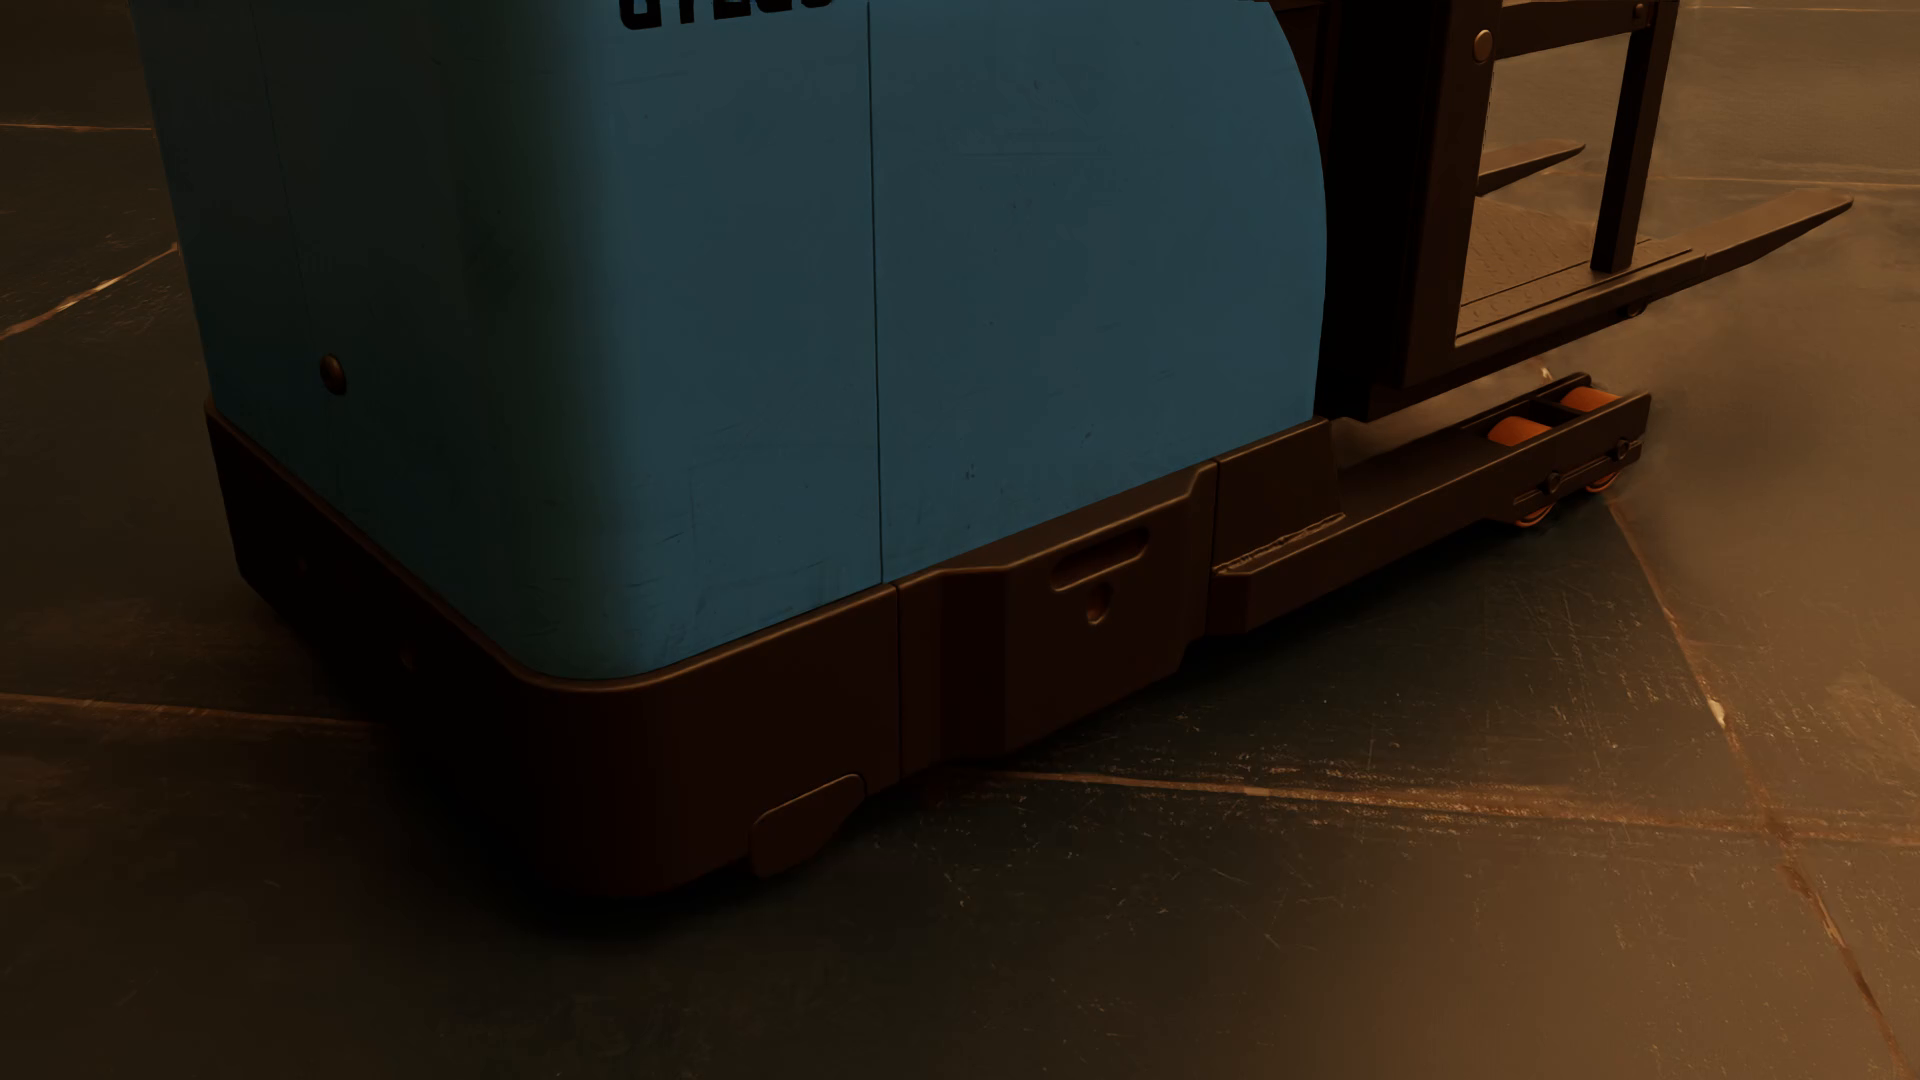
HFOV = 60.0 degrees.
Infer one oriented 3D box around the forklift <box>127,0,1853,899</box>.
[{"bbox_3d":[0.462,-1.491,2.205,3.031,2.935,1.130,-21,33,-35],"label":"forklift"}]
